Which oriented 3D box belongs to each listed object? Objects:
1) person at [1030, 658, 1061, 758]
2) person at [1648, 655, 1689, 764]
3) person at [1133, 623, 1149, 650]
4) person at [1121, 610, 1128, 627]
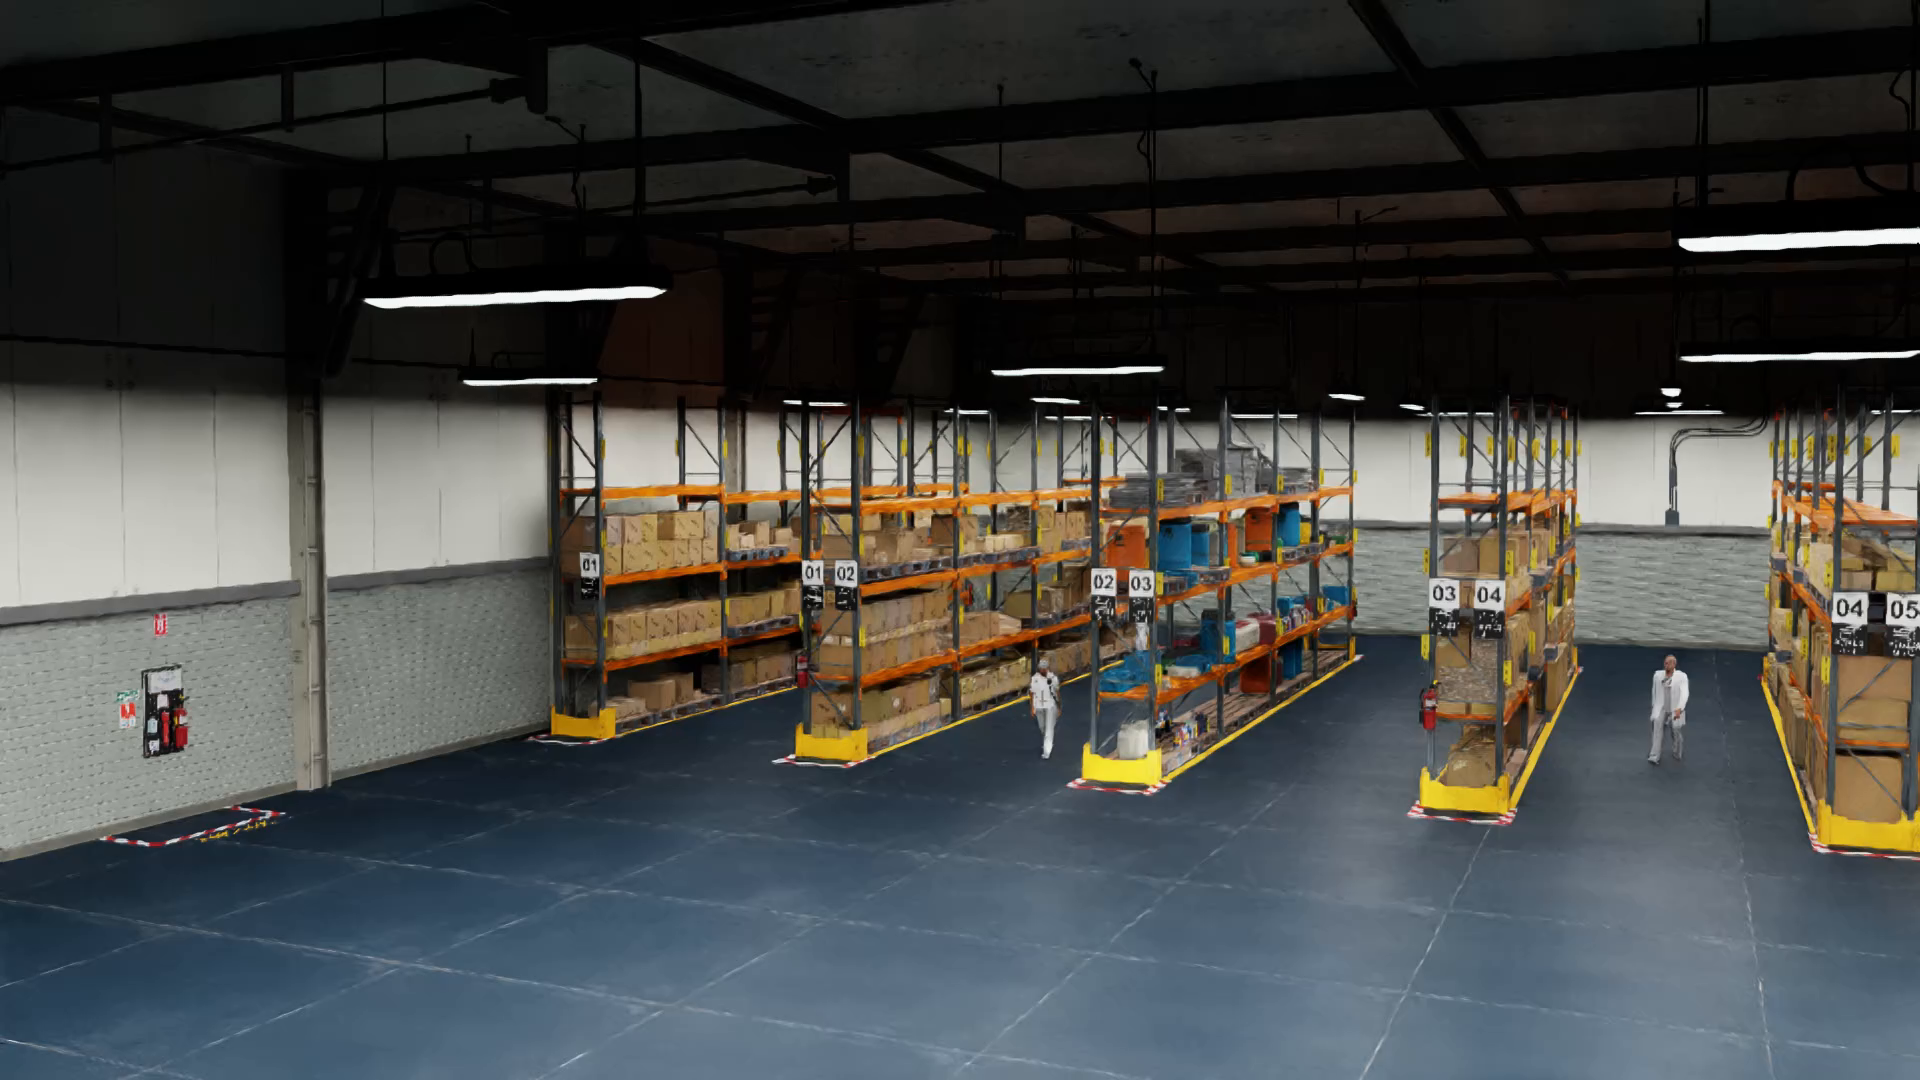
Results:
[{"bbox_3d":[1.376,2.701,27.033,0.496,1.580,1.090,1,3,22],"label":"person"},{"bbox_3d":[11.244,2.672,26.356,0.573,1.714,1.102,2,4,32],"label":"person"},{"bbox_3d":[3.825,2.255,34.989,0.361,1.726,0.538,0,3,-3],"label":"person"},{"bbox_3d":[4.490,1.695,44.103,0.609,1.754,0.577,-1,3,-12],"label":"person"}]
